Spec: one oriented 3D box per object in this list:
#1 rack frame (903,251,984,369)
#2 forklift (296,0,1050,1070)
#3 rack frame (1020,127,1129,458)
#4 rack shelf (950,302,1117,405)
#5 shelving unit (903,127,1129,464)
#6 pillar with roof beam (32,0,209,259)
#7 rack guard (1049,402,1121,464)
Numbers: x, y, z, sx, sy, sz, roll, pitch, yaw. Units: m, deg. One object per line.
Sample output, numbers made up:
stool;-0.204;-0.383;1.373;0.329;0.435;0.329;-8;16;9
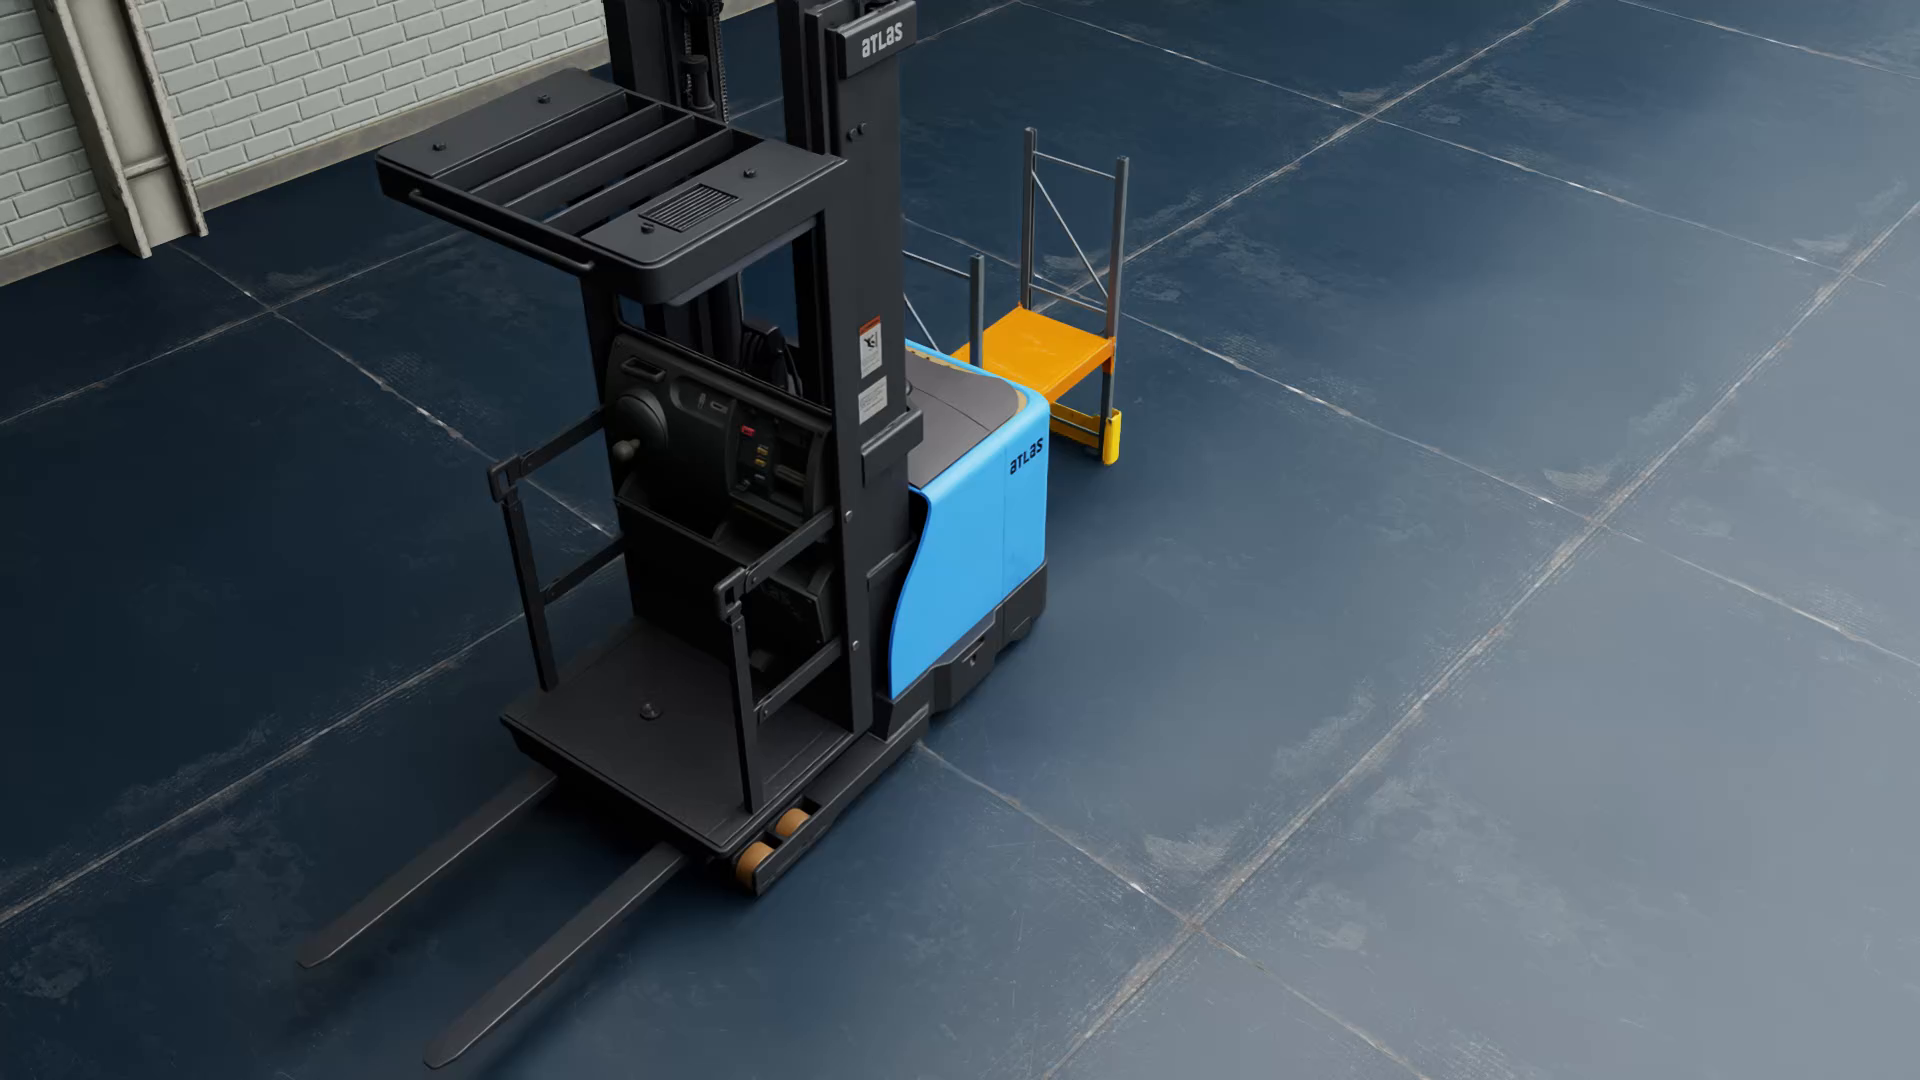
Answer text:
rack frame;-0.120;-0.551;6.738;0.500;1.500;0.032;25;45;28
forklift;-0.926;-0.286;5.255;1.130;2.935;3.031;25;45;28
rack frame;0.483;-1.061;7.379;0.500;1.500;0.032;25;45;28
rack shelf;0.181;-0.665;7.170;0.538;0.185;1.000;25;45;28
shelving unit;0.187;-0.810;7.064;0.587;1.500;1.083;25;45;28
pillar with roof beam;-1.328;-3.426;4.328;9.100;9.000;0.400;30;47;32
rack guard;0.482;-0.571;7.767;0.587;0.250;0.087;25;45;28
